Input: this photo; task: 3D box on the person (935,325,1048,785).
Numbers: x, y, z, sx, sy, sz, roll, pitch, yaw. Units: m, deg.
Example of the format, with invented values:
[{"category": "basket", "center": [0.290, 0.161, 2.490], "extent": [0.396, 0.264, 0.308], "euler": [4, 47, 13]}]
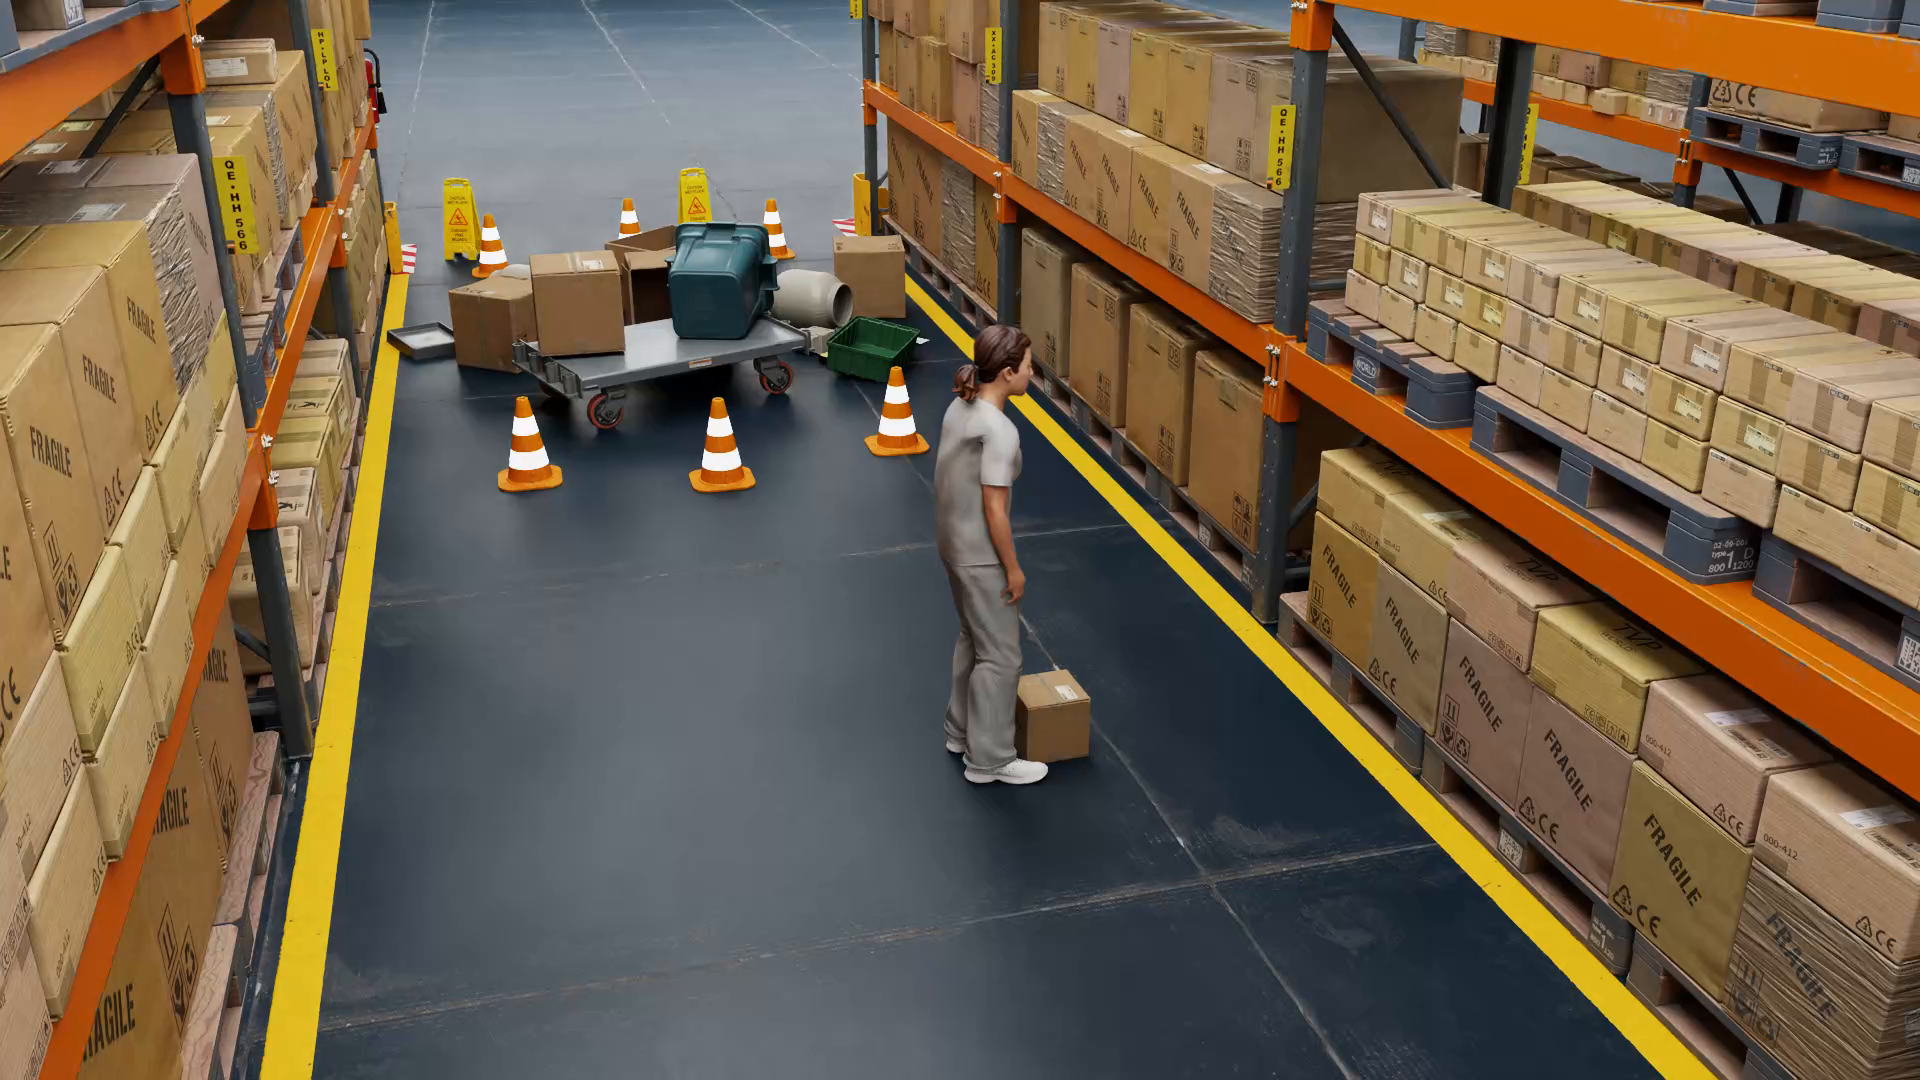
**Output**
[{"category": "person", "center": [0.097, 0.050, 5.980], "extent": [0.351, 1.672, 0.501], "euler": [-7, 24, -15]}]
